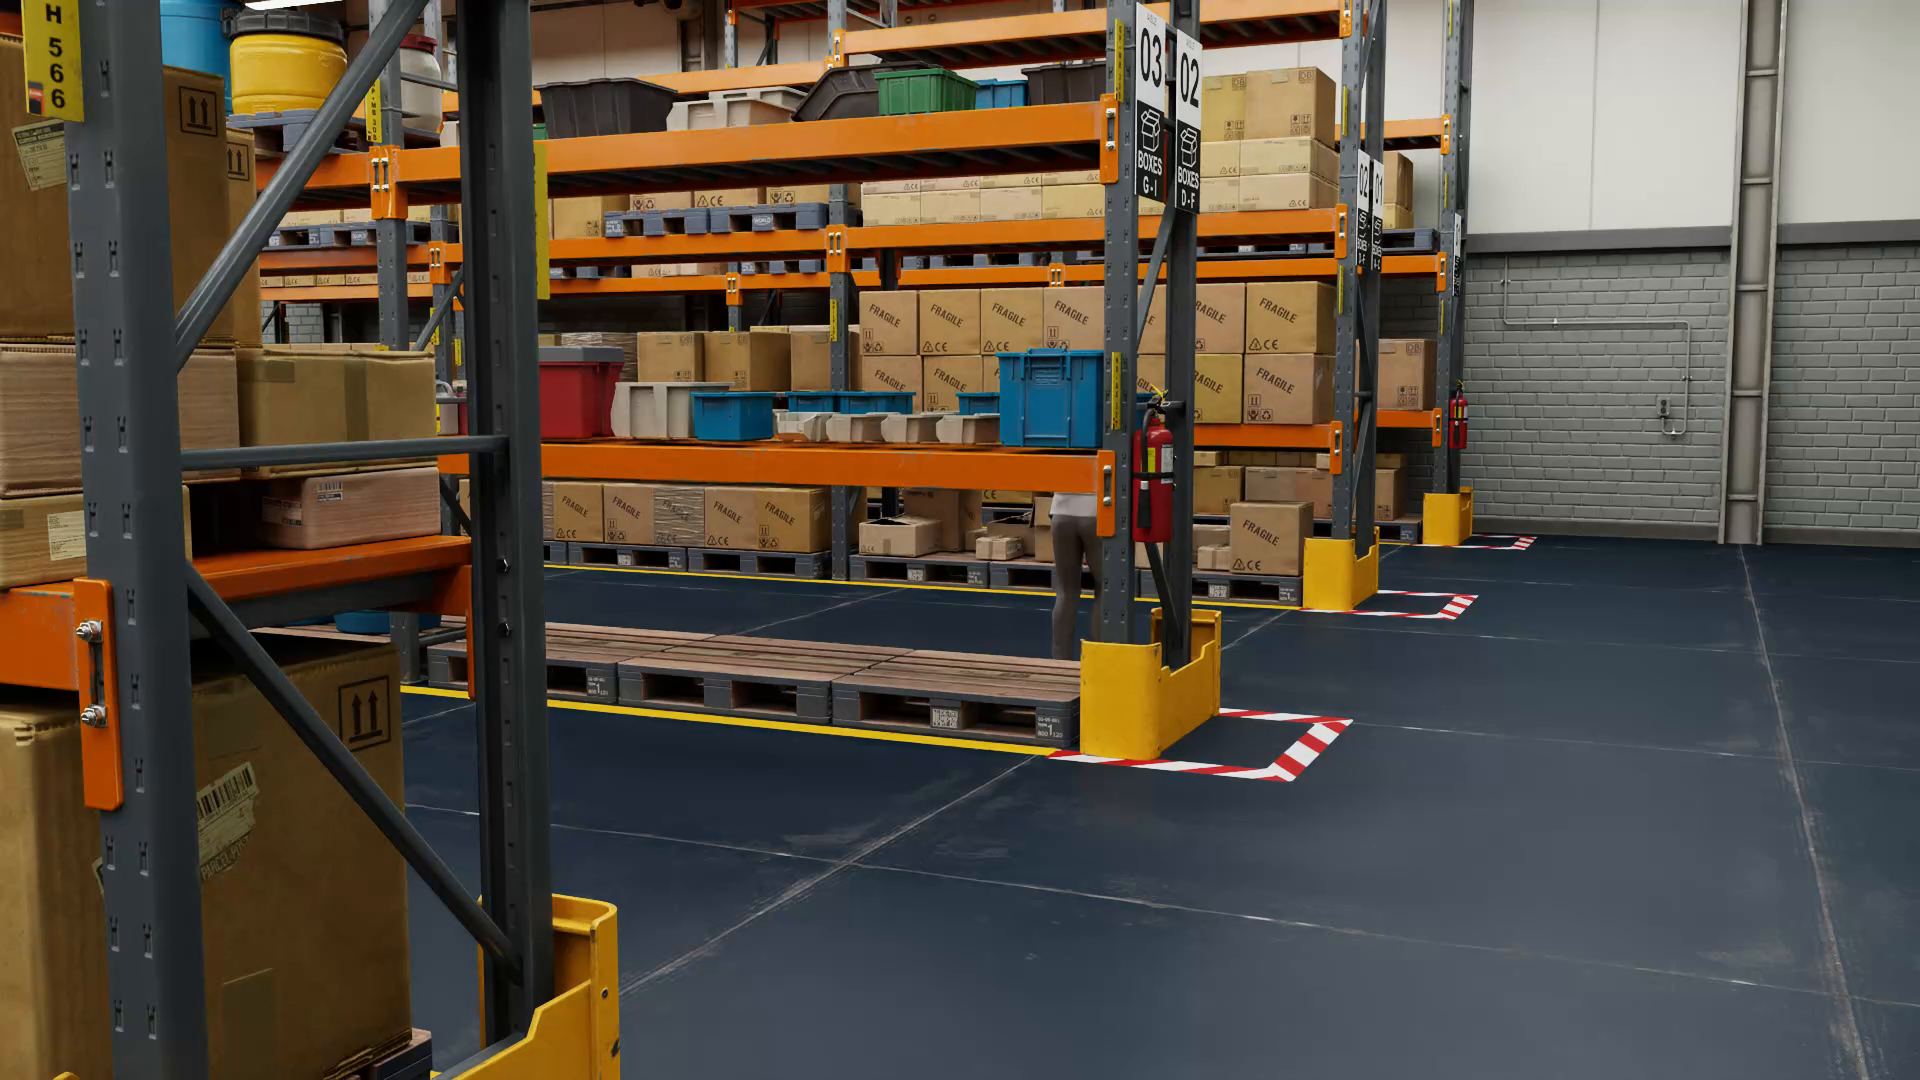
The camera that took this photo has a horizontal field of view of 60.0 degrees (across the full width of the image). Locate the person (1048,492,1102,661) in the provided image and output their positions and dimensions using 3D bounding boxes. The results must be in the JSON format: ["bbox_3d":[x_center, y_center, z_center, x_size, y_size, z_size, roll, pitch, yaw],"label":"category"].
[{"bbox_3d":[0.717,-0.090,9.089,0.451,1.687,0.531,3,7,31],"label":"person"}]
